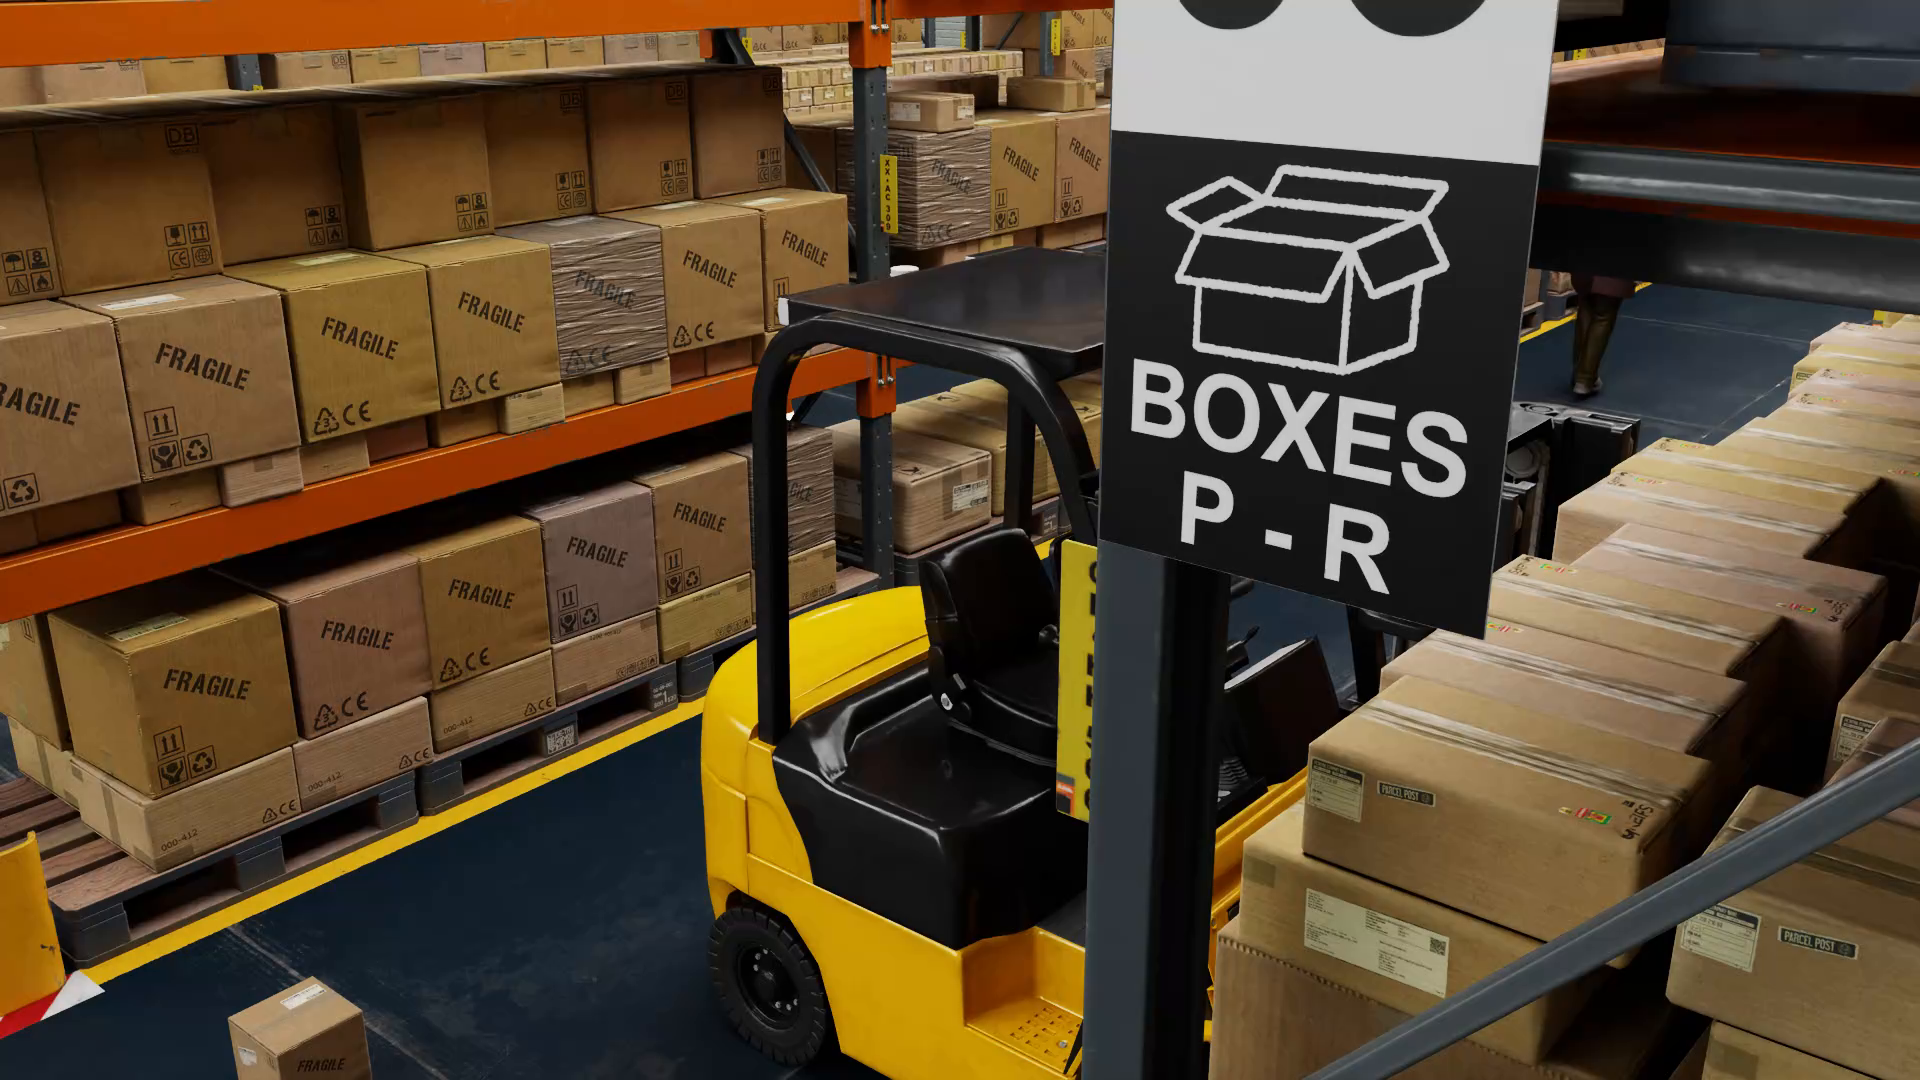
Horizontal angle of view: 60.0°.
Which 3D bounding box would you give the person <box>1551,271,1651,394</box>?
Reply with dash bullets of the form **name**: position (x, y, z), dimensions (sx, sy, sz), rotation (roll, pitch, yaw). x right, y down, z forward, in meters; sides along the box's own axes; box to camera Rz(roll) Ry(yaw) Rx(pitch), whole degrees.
- **person**: position (4.359, -1.843, 11.240), dimensions (0.659, 1.855, 0.582), rotation (15, 25, 36)
